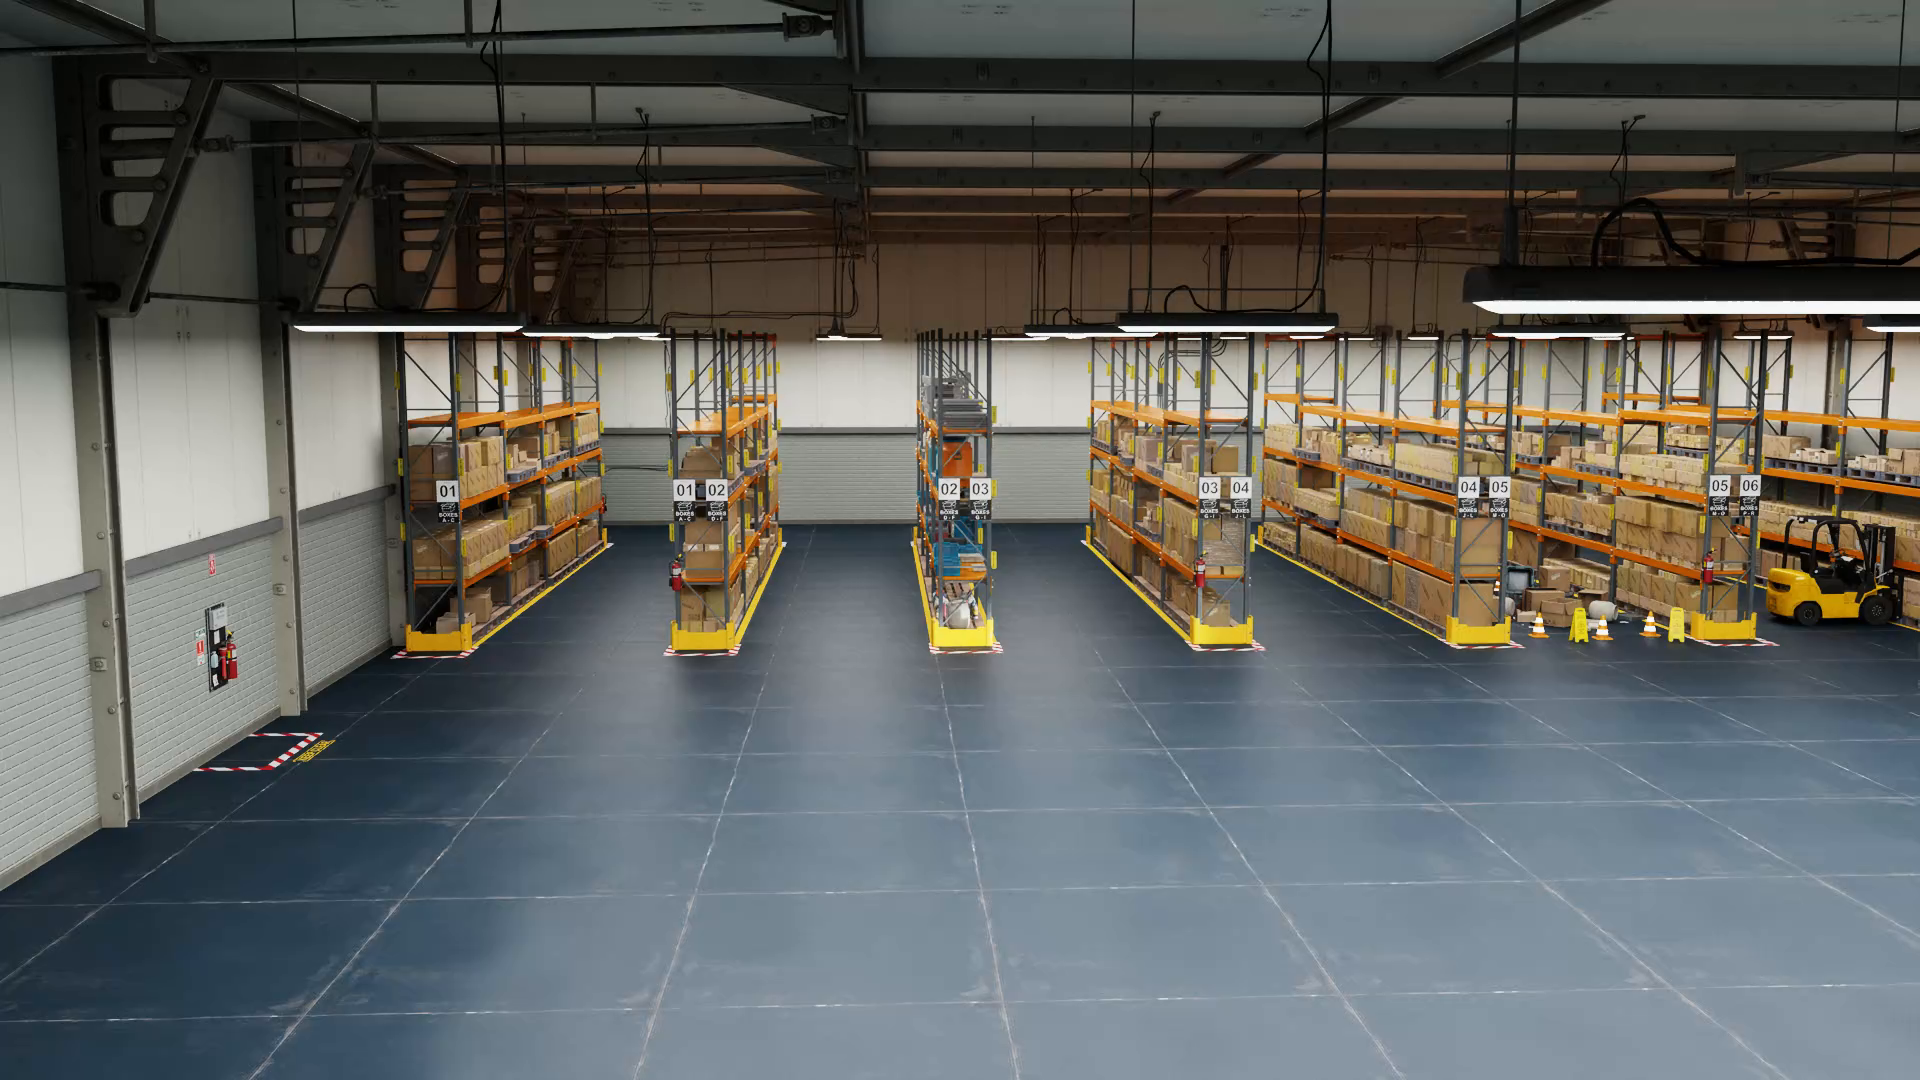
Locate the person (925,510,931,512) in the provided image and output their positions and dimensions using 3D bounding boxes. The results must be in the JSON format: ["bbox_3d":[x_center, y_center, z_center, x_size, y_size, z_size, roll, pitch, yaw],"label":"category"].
[{"bbox_3d":[2.768,-0.171,43.171,7.345,1.624,2.622,0,7,-1],"label":"person"}]

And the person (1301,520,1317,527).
[{"bbox_3d":[10.159,-0.882,48.683,0.716,1.733,0.928,-5,8,-36],"label":"person"}]
